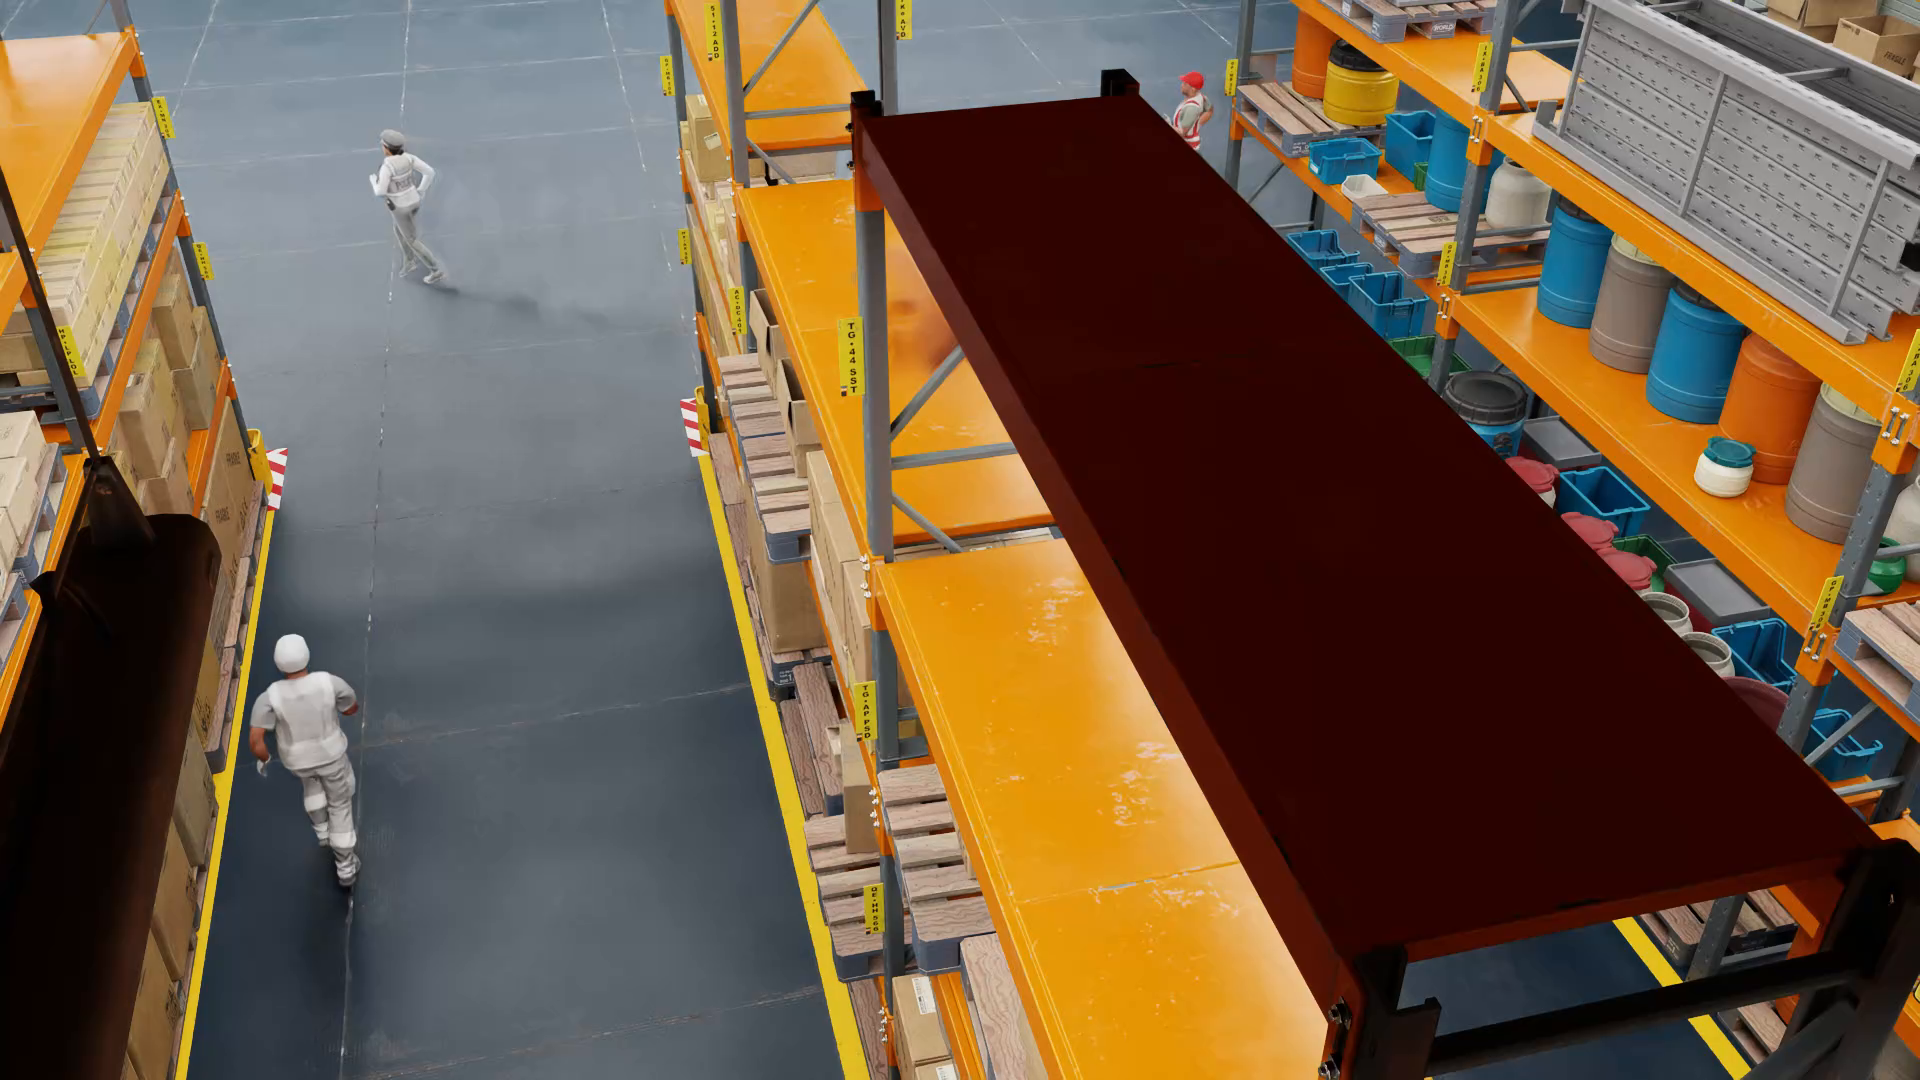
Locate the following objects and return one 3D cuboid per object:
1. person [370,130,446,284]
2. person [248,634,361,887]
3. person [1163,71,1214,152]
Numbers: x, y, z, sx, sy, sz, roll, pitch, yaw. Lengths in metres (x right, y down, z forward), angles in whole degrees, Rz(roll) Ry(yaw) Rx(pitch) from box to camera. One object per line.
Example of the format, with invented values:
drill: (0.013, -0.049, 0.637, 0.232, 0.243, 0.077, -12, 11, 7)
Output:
person: (-5.903, -3.518, 17.737, 0.763, 1.746, 0.583, 11, 36, 16)
person: (-4.093, 1.337, 10.538, 0.643, 1.763, 0.805, -9, 36, -14)
person: (2.584, -4.459, 18.976, 0.925, 1.810, 0.655, 4, 35, 6)
